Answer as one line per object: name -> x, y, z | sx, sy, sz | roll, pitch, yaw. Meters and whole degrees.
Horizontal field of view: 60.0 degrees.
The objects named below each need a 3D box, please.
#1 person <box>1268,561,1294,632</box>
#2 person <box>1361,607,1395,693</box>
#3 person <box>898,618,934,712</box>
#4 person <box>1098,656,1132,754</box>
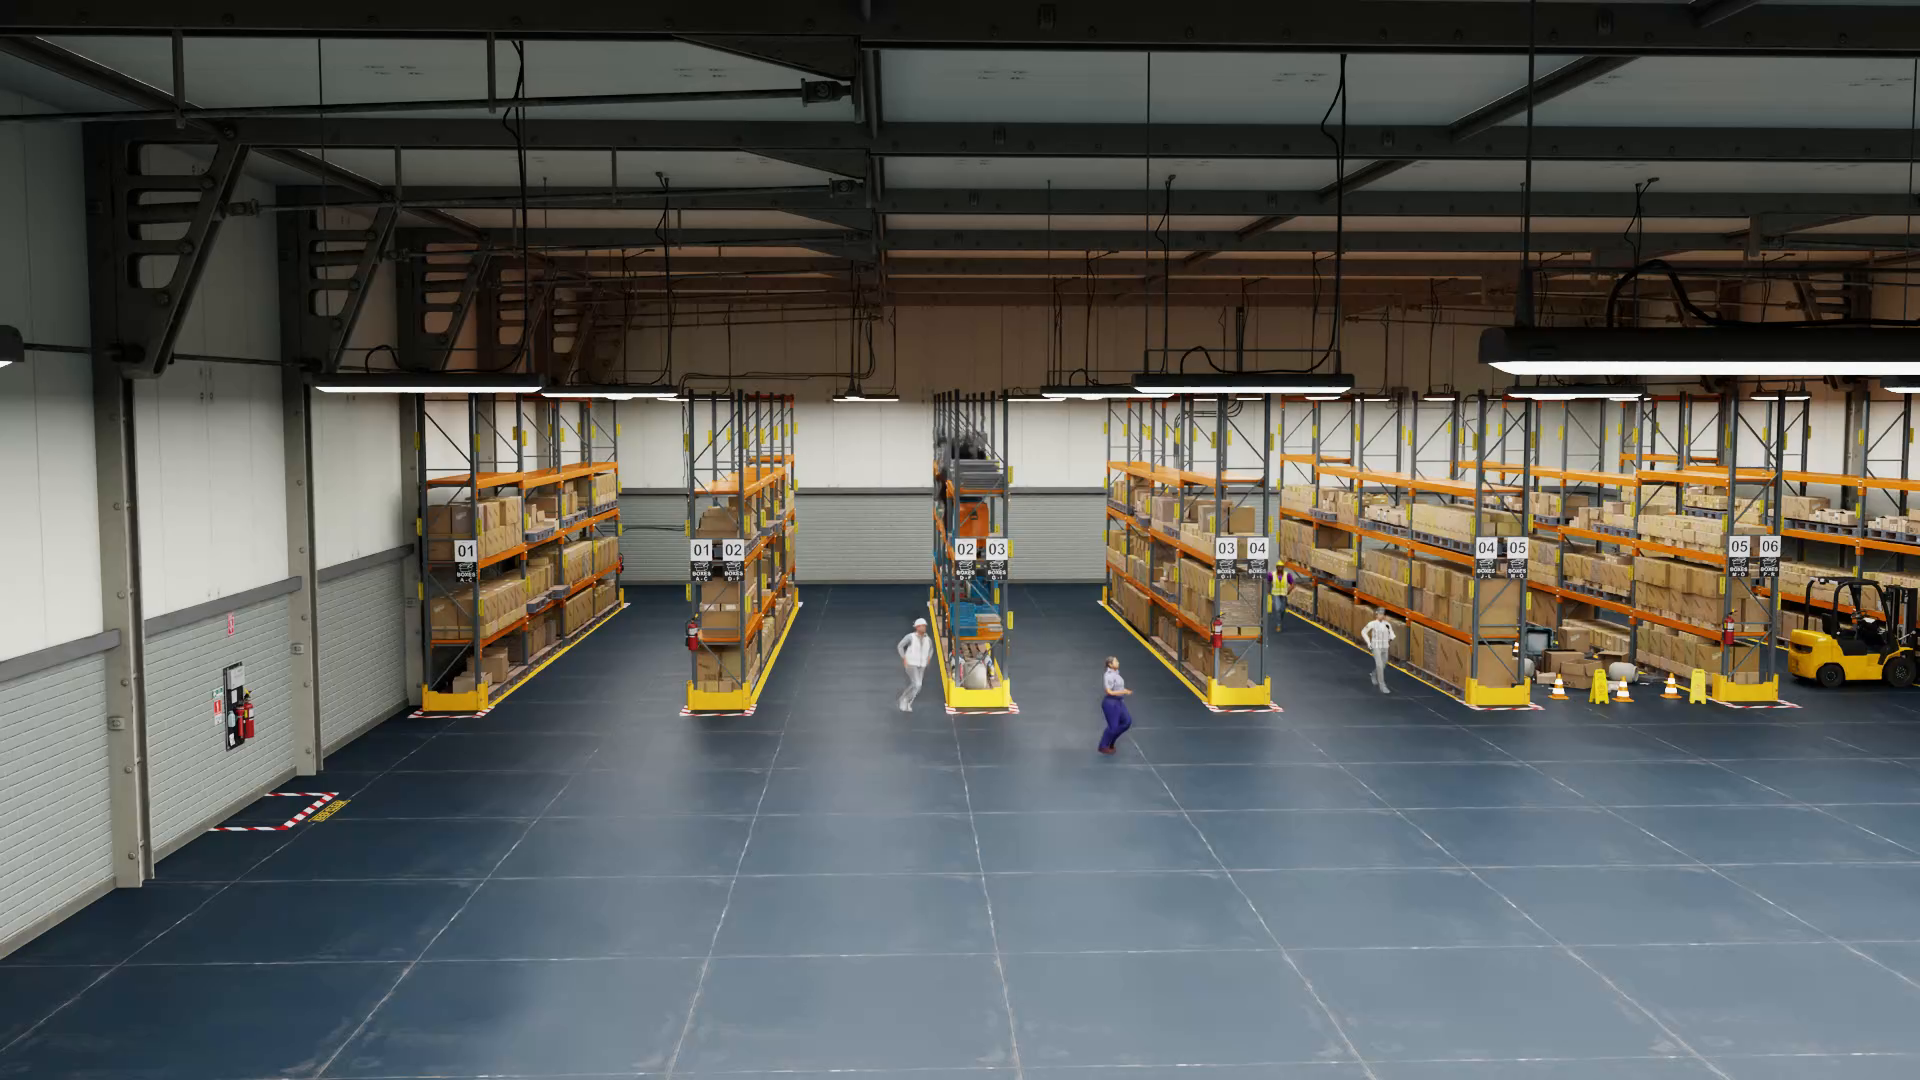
person -> 8.131, 1.411, 42.283 | 0.711, 1.765, 0.872 | 0, 5, 4
person -> 8.373, 2.160, 33.164 | 0.618, 1.672, 0.910 | -1, 5, -14
person -> -0.790, 2.326, 31.010 | 0.697, 1.719, 0.569 | -3, 6, -34
person -> 2.558, 2.697, 27.191 | 0.590, 1.627, 0.589 | 2, 5, 19
